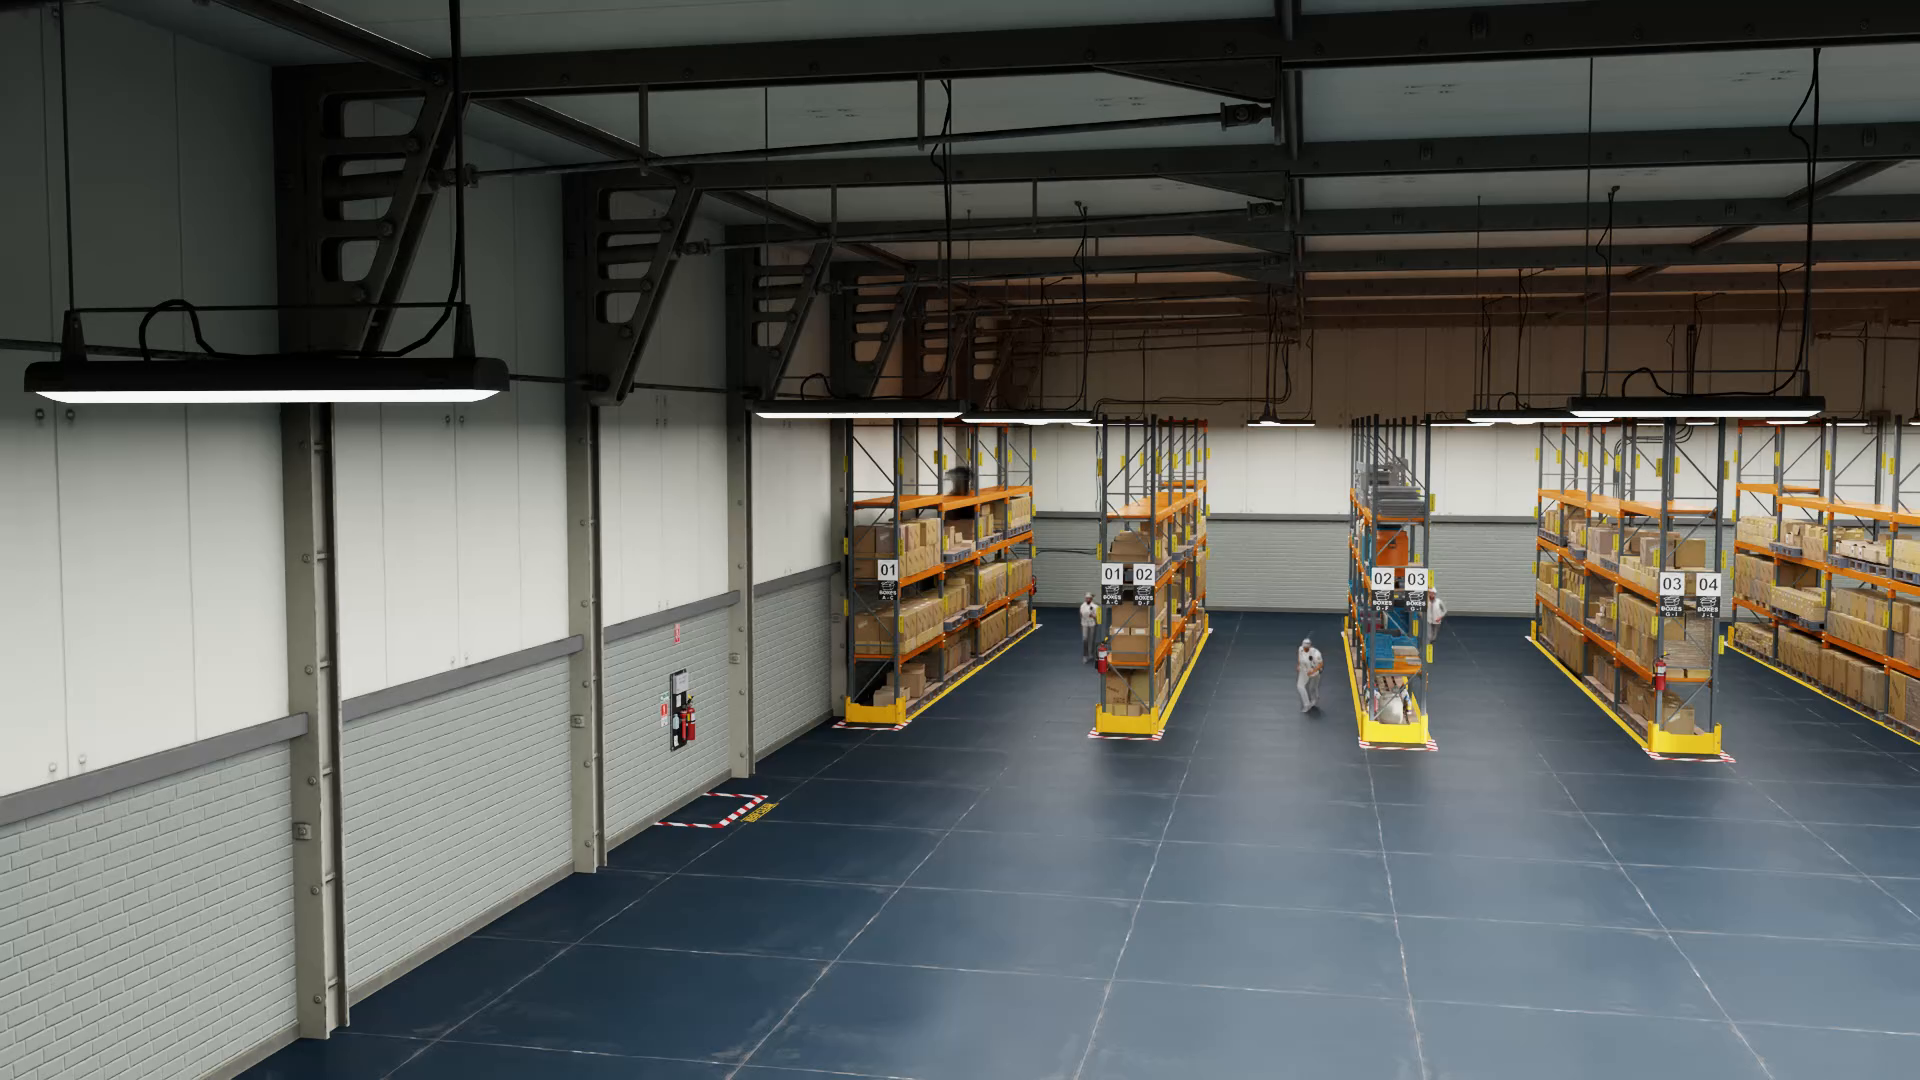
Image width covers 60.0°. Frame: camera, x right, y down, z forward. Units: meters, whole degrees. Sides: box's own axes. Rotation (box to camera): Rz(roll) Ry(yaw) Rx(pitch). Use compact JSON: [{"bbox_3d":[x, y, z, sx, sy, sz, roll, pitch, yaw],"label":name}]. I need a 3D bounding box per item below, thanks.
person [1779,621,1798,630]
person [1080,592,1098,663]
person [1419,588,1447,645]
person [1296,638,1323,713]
[{"bbox_3d":[22.181,1.947,44.629,0.588,1.617,0.638,-3,5,-36],"label":"person"},{"bbox_3d":[3.188,2.143,40.960,0.557,1.738,0.750,1,4,14],"label":"person"},{"bbox_3d":[11.851,2.072,41.713,0.665,1.783,0.782,1,4,12],"label":"person"},{"bbox_3d":[7.128,2.712,33.769,0.610,1.519,1.070,2,4,28],"label":"person"}]
